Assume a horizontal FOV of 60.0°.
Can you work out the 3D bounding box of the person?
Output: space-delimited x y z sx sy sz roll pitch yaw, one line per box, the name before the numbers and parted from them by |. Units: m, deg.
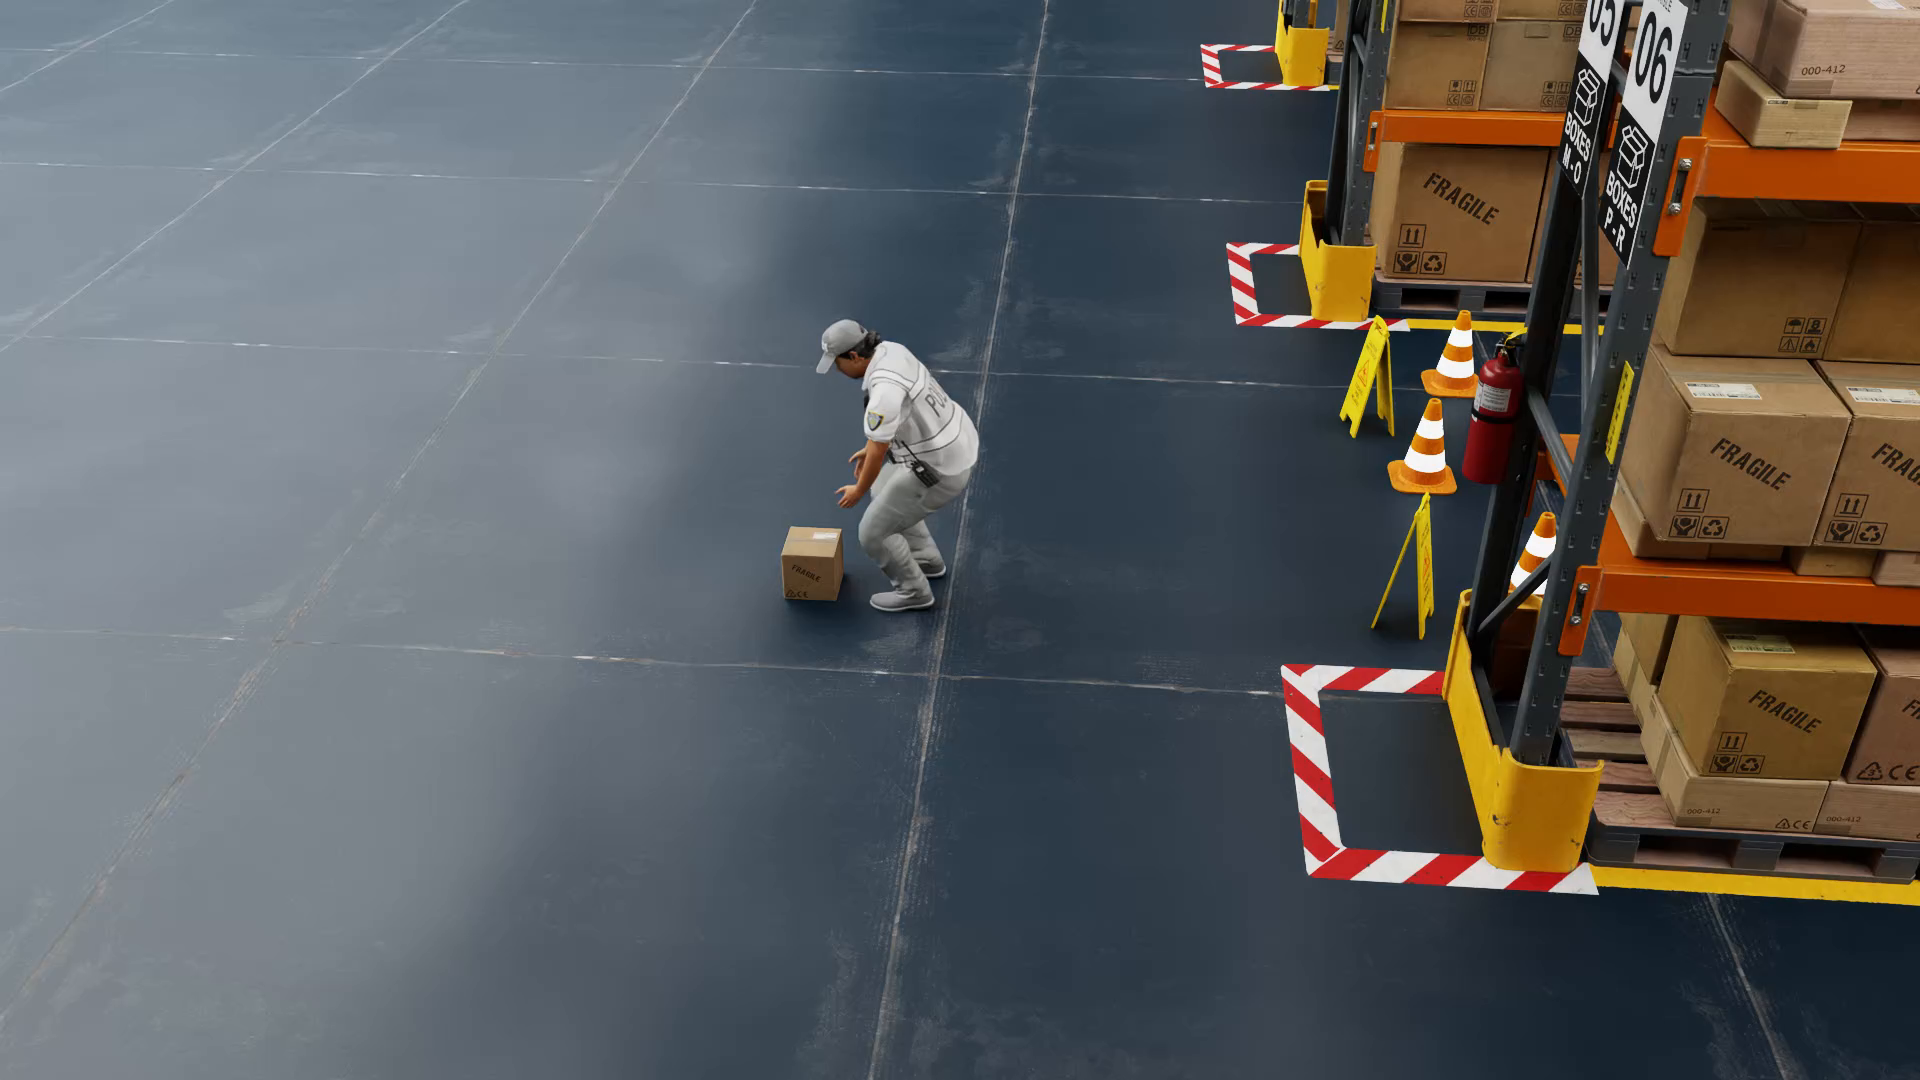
person | -0.273 -0.339 7.533 0.710 1.406 0.526 3 32 4
